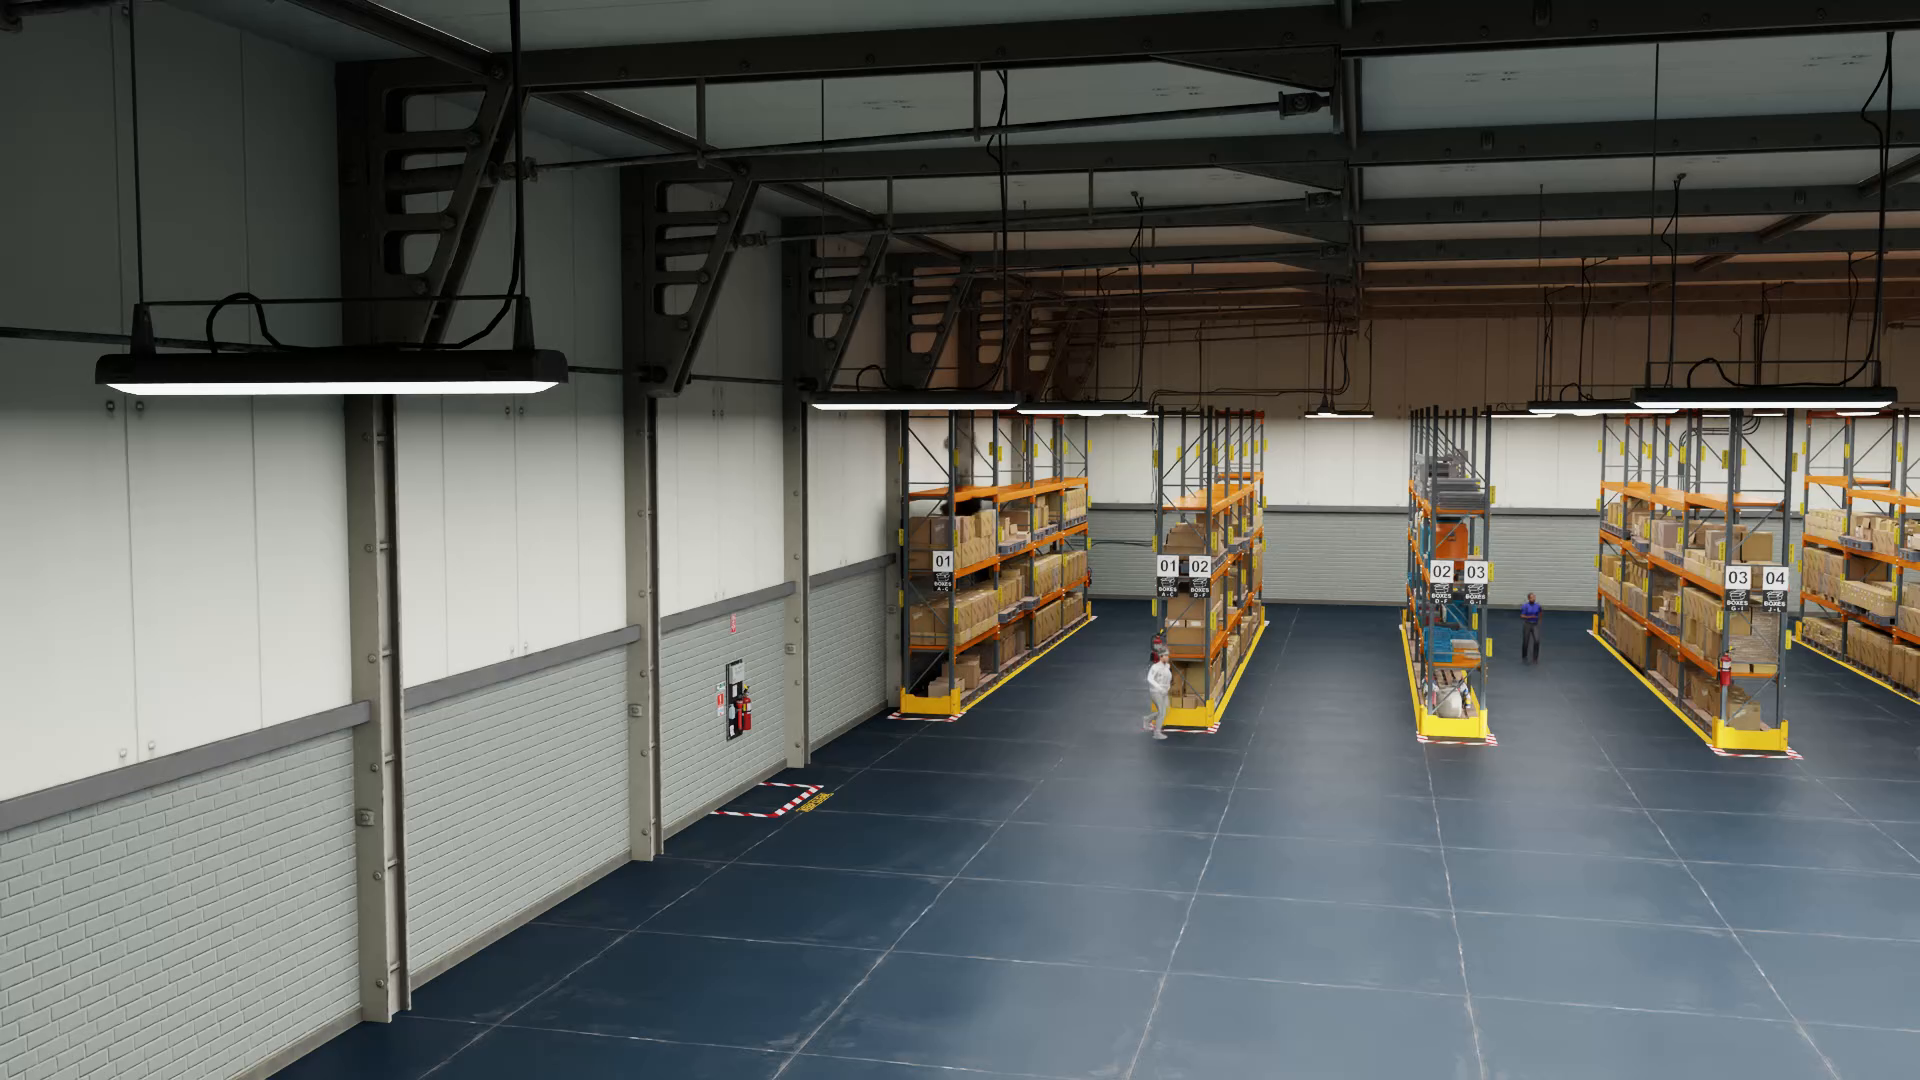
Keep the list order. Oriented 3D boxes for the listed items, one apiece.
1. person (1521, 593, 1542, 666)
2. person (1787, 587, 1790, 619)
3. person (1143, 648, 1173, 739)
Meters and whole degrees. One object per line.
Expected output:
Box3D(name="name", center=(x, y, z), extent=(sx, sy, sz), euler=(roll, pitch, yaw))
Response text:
Box3D(name="person", center=(13.434, 2.109, 39.089), extent=(0.540, 1.747, 0.786), euler=(1, 4, 7))
Box3D(name="person", center=(22.041, 1.676, 44.785), extent=(0.981, 1.729, 0.668), euler=(-3, 5, -38))
Box3D(name="person", center=(3.595, 2.756, 30.077), extent=(0.659, 1.639, 0.646), euler=(-4, 6, -45))
